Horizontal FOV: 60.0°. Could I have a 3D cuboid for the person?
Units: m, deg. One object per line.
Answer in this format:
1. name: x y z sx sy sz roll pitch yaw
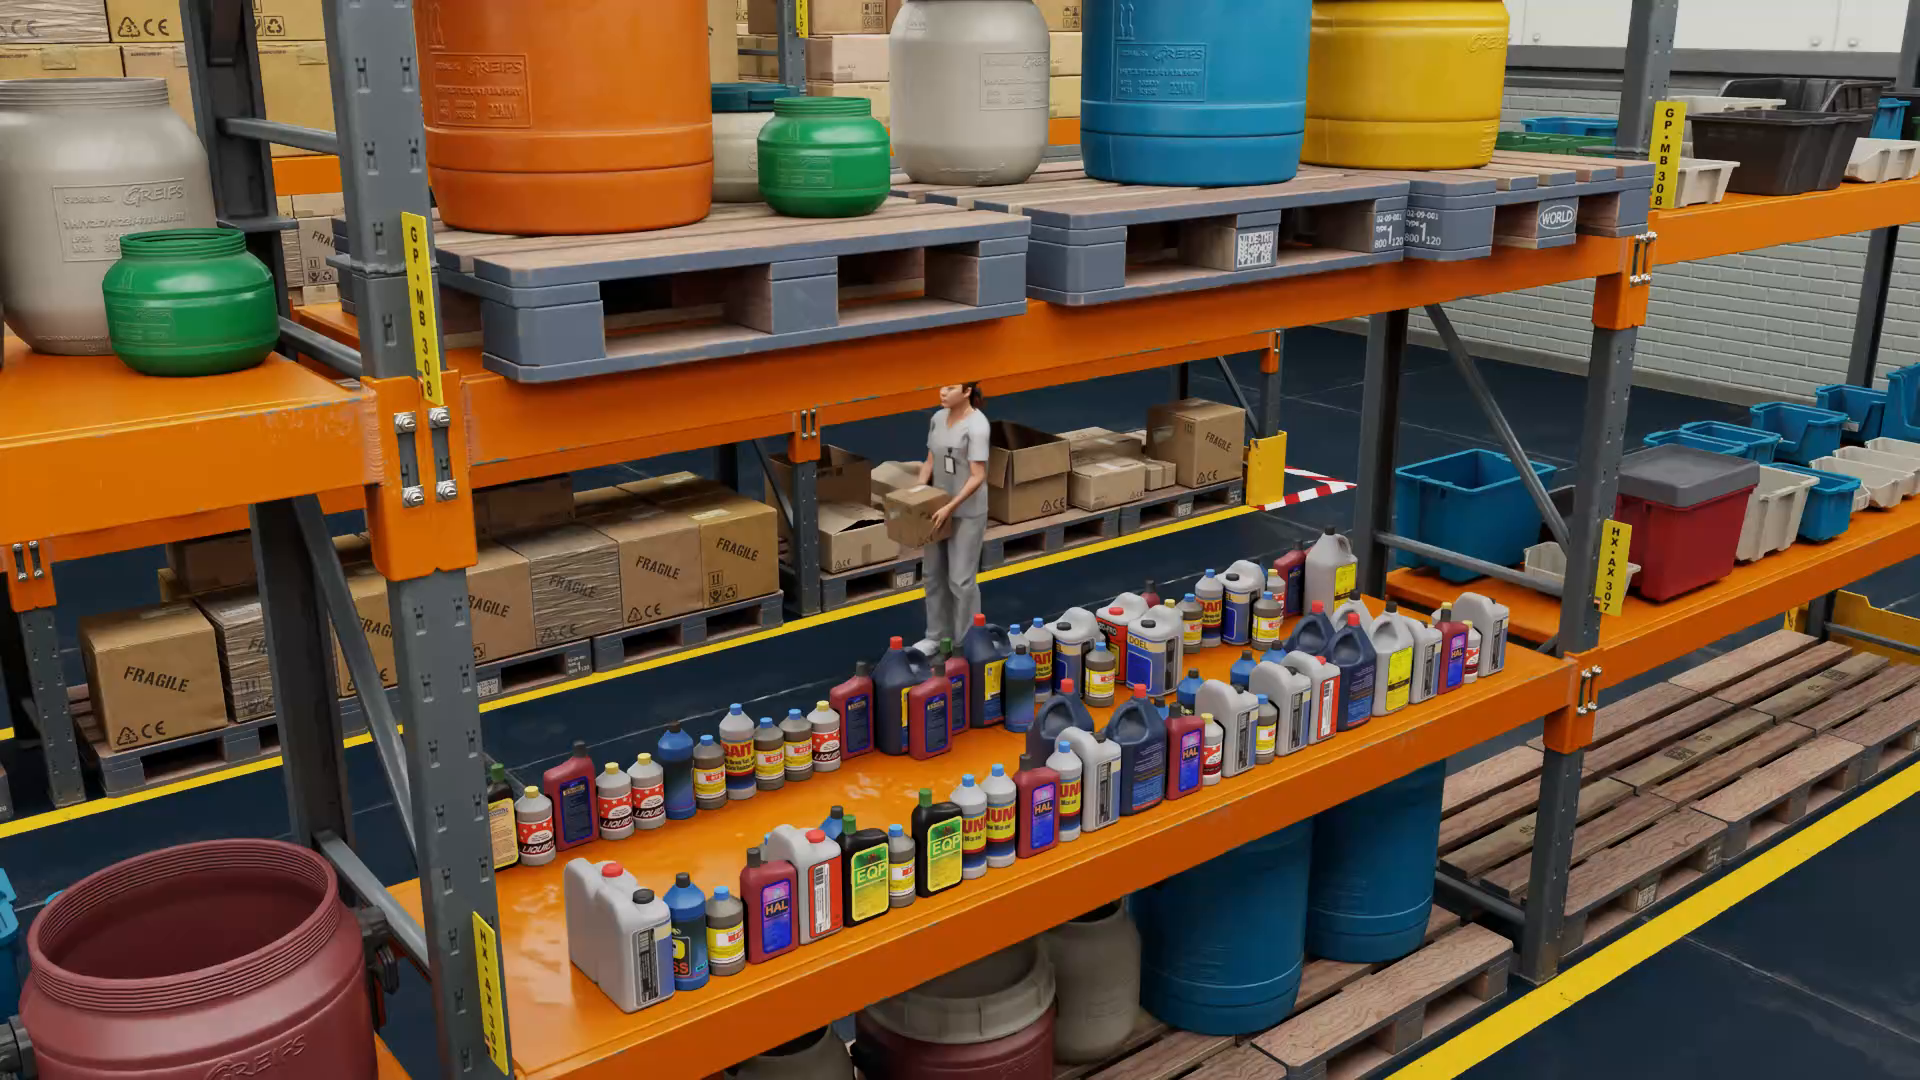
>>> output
1. person: -0.055 -0.133 8.964 0.461 1.675 0.465 -14 22 -37
